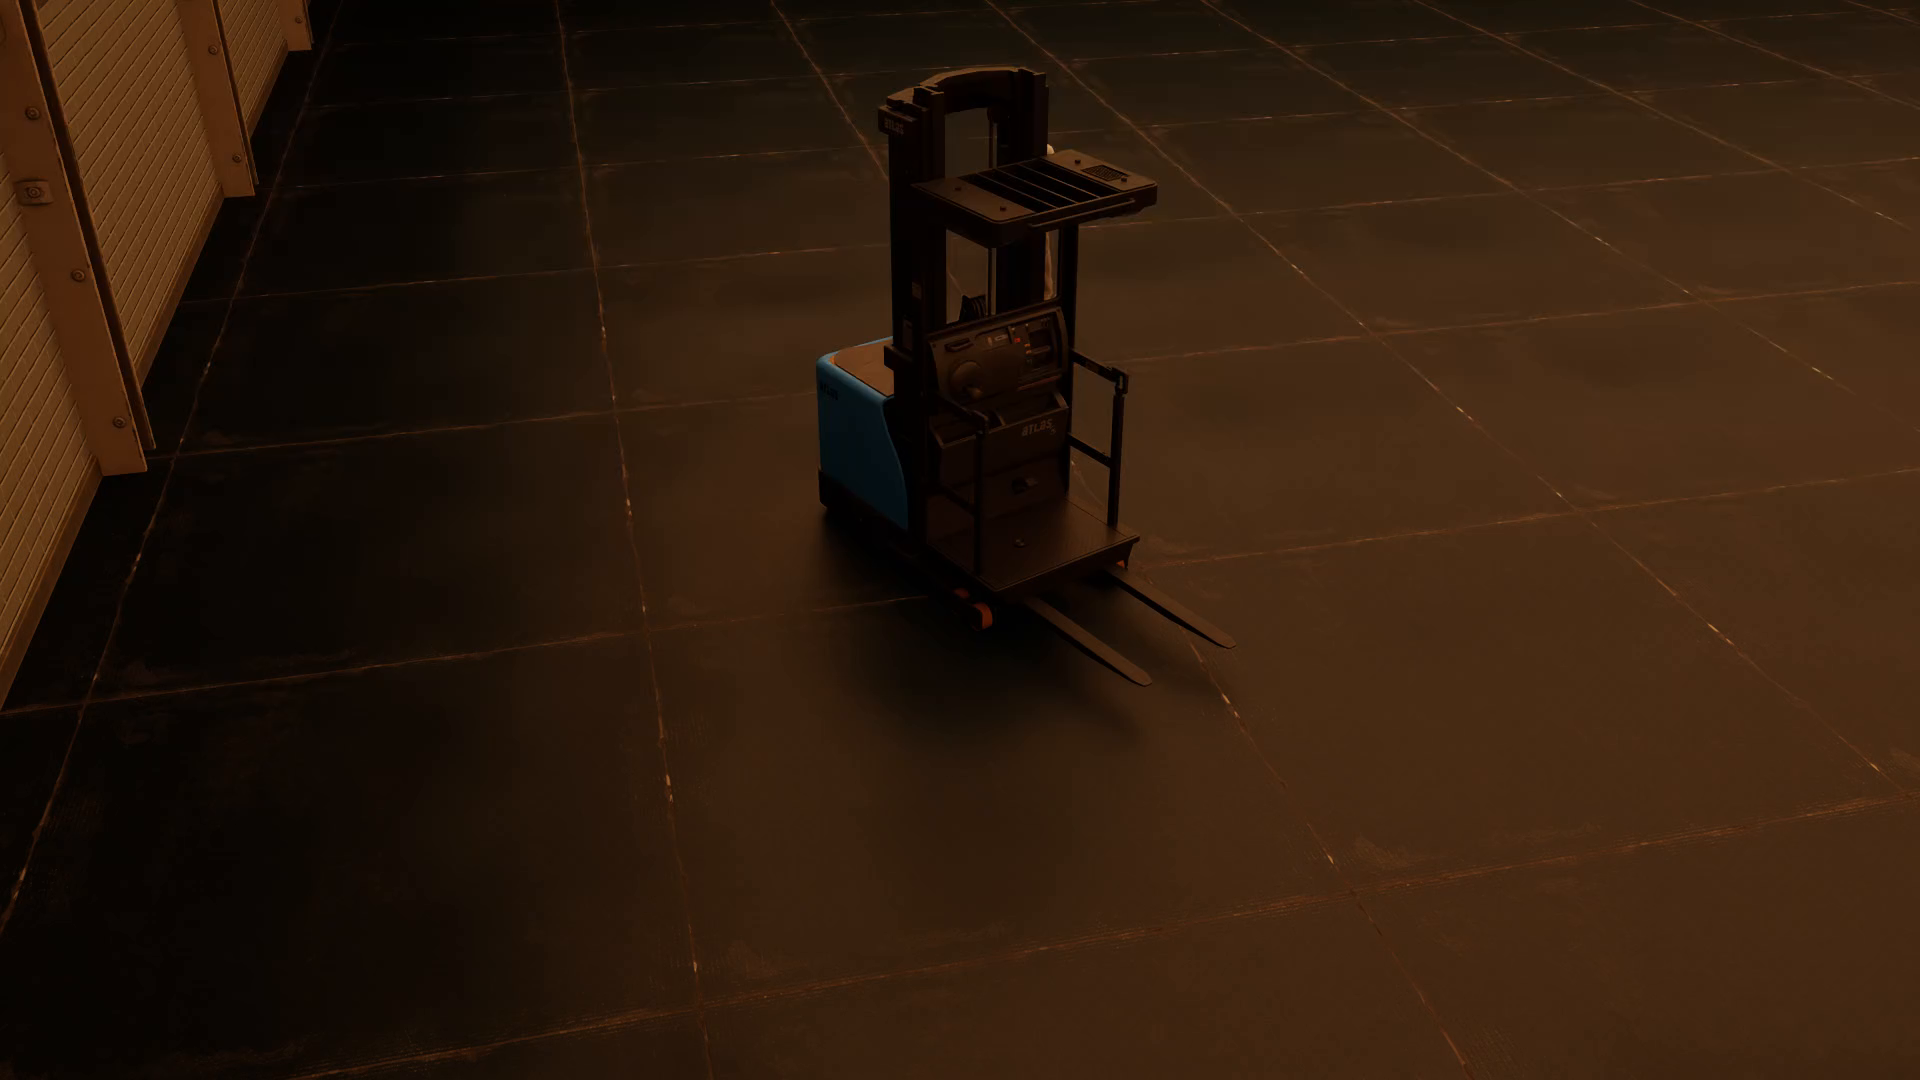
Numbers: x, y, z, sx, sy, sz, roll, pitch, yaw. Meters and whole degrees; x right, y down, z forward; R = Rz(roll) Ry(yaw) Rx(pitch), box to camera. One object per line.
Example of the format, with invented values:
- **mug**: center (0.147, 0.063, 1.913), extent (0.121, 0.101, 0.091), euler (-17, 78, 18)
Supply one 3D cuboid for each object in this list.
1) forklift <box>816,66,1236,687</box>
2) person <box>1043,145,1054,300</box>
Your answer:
- **forklift**: center (0.355, -1.021, 9.338), extent (1.130, 2.935, 3.031), euler (-20, 35, -30)
- **person**: center (0.532, -2.684, 13.459), extent (0.550, 1.663, 0.548), euler (-6, 31, -11)
